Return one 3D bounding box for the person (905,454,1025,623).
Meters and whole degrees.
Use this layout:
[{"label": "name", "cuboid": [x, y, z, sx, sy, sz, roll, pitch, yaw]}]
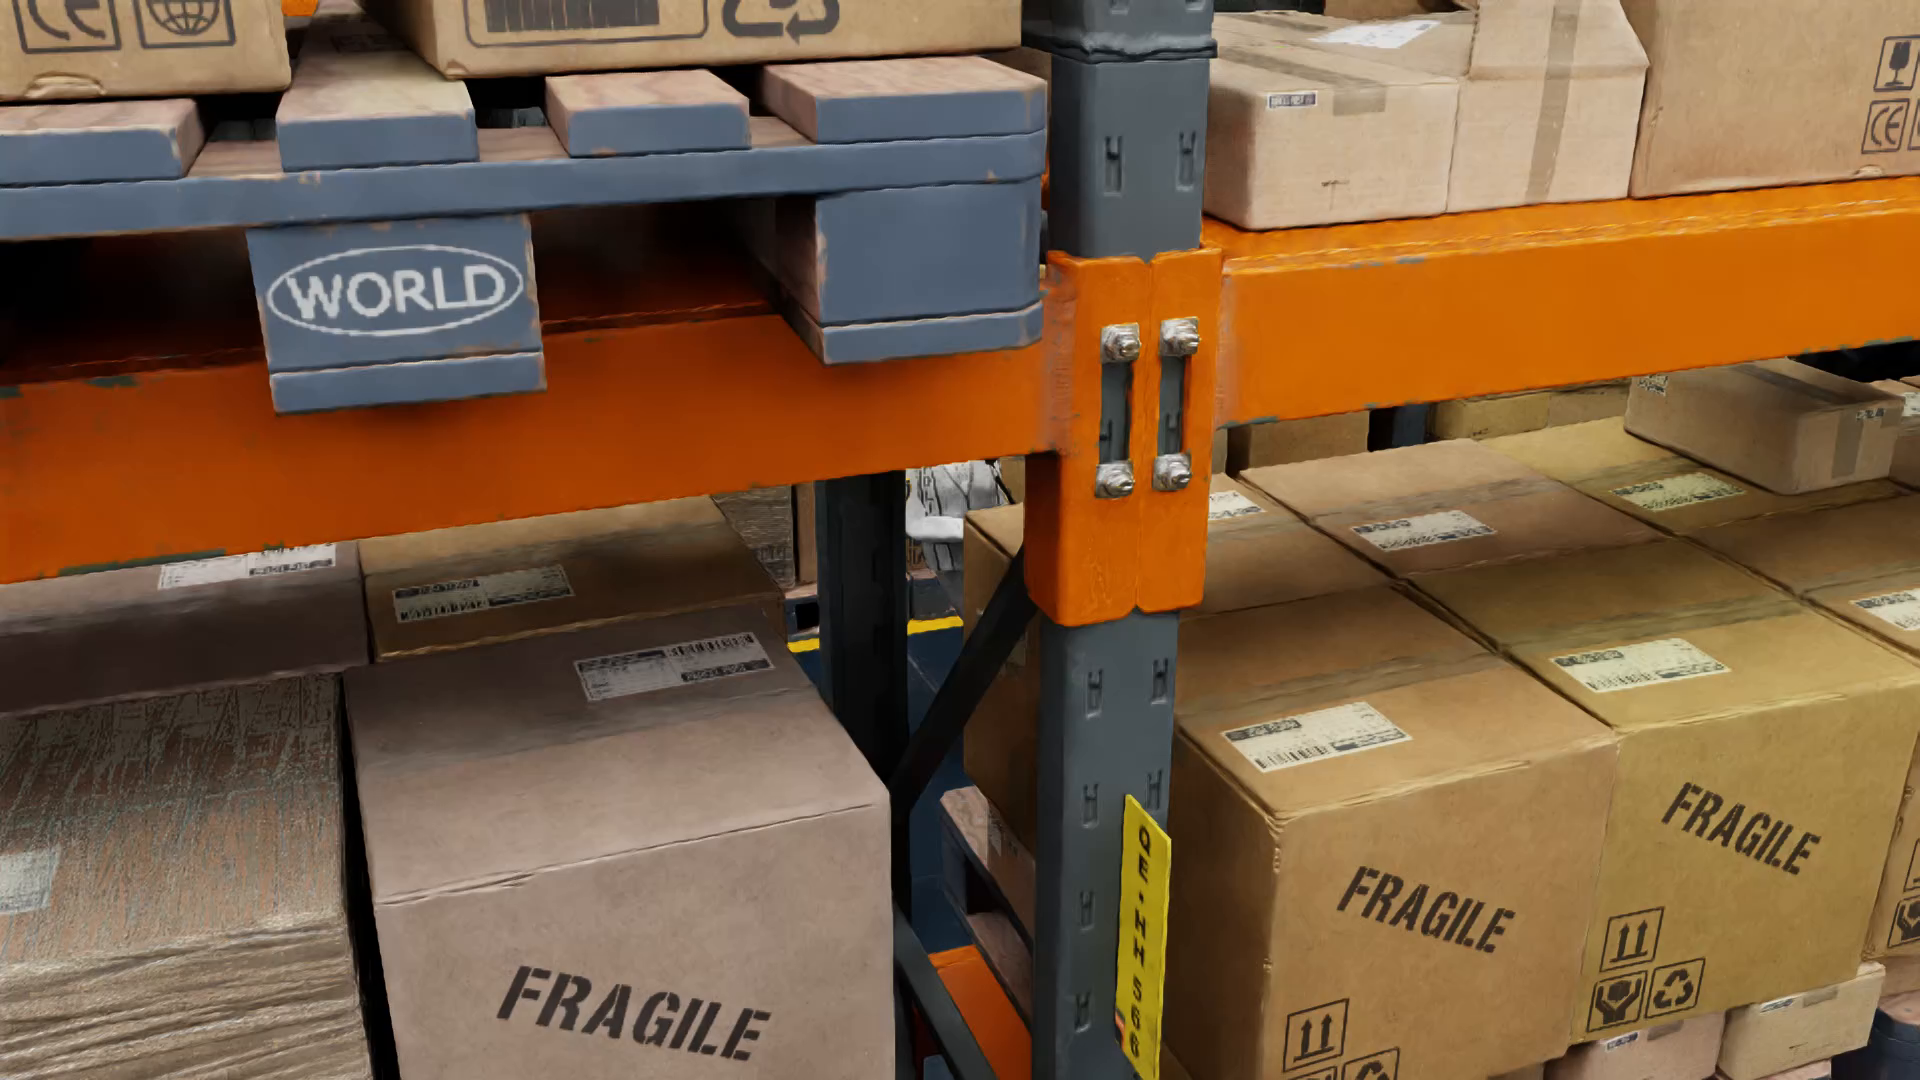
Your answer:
[{"label": "person", "cuboid": [0.177, 0.073, 6.043, 0.859, 1.557, 0.525, -6, 24, -15]}]
